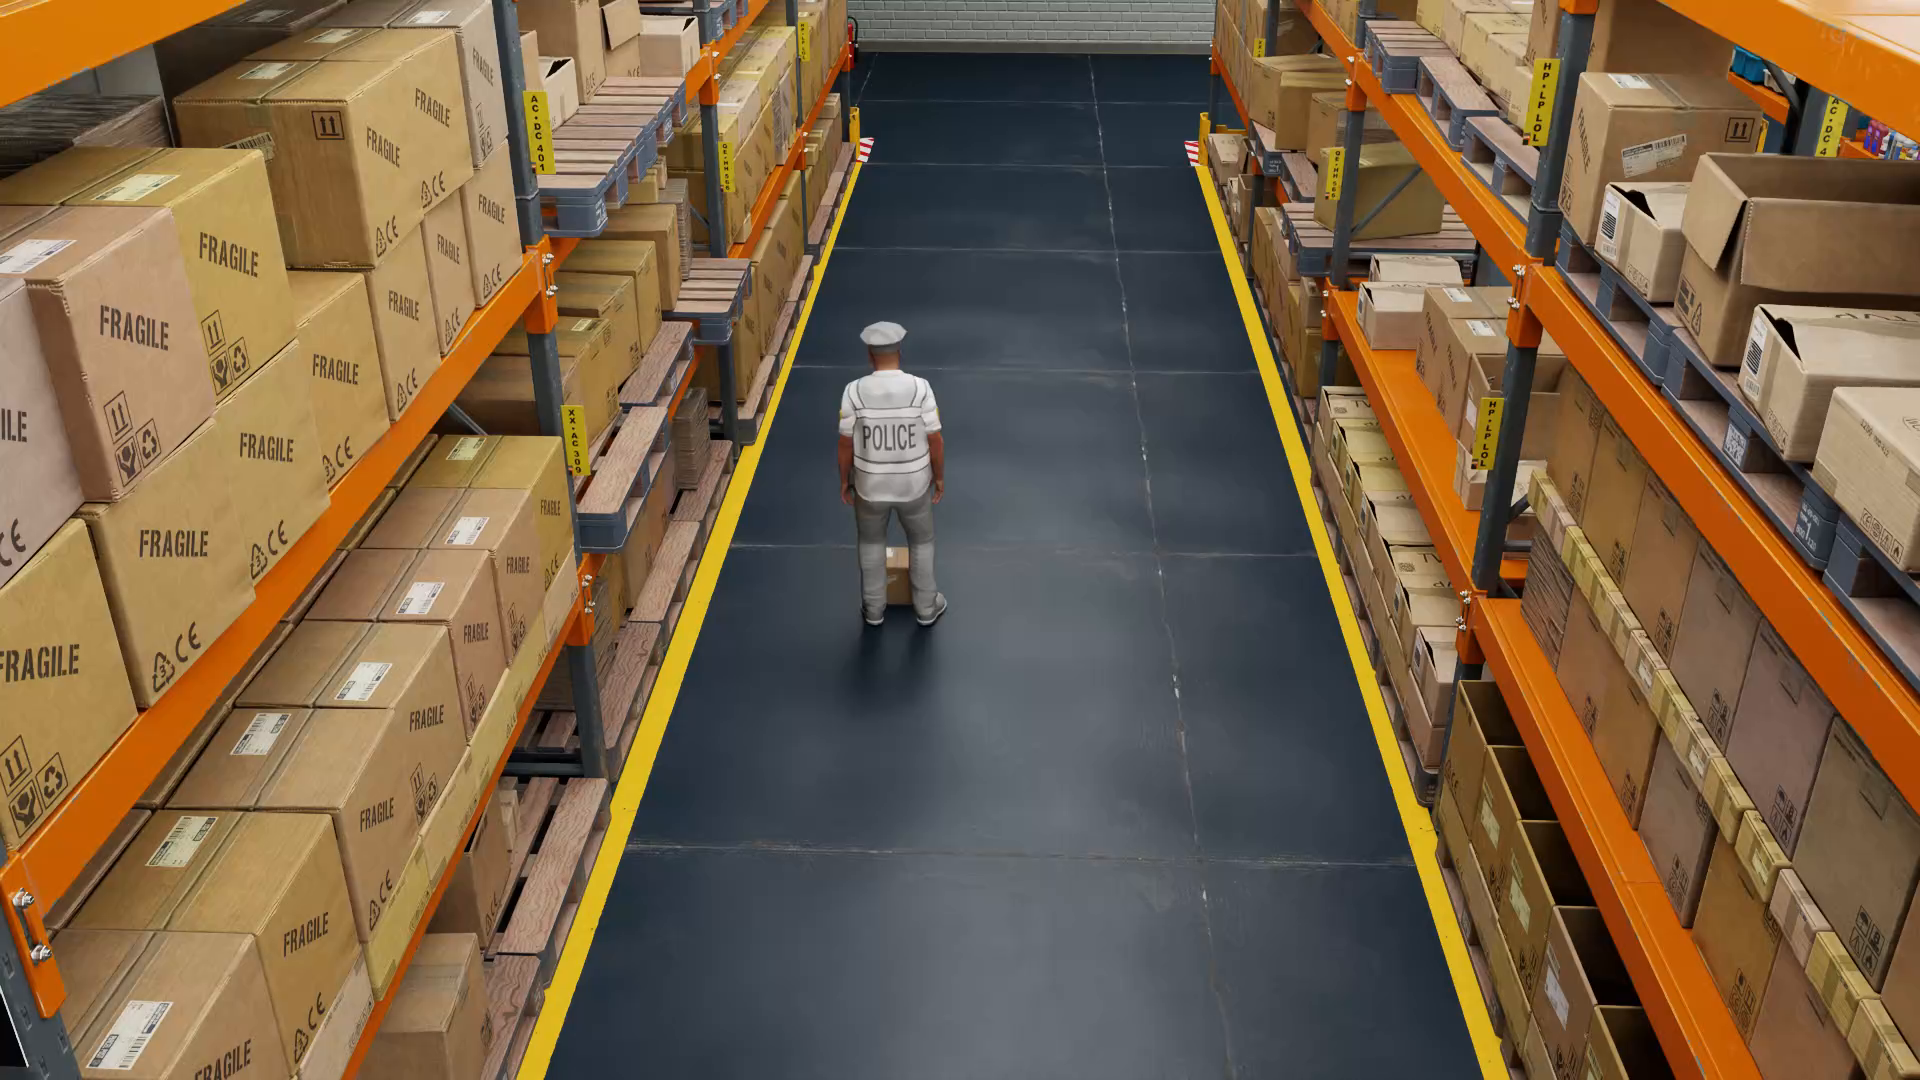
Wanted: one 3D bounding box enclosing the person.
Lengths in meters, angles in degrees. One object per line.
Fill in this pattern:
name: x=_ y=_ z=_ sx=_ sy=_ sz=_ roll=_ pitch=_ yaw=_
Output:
person: x=-0.378 y=-0.324 z=9.228 sx=0.606 sy=1.748 sz=0.441 roll=-1 pitch=28 yaw=-1
